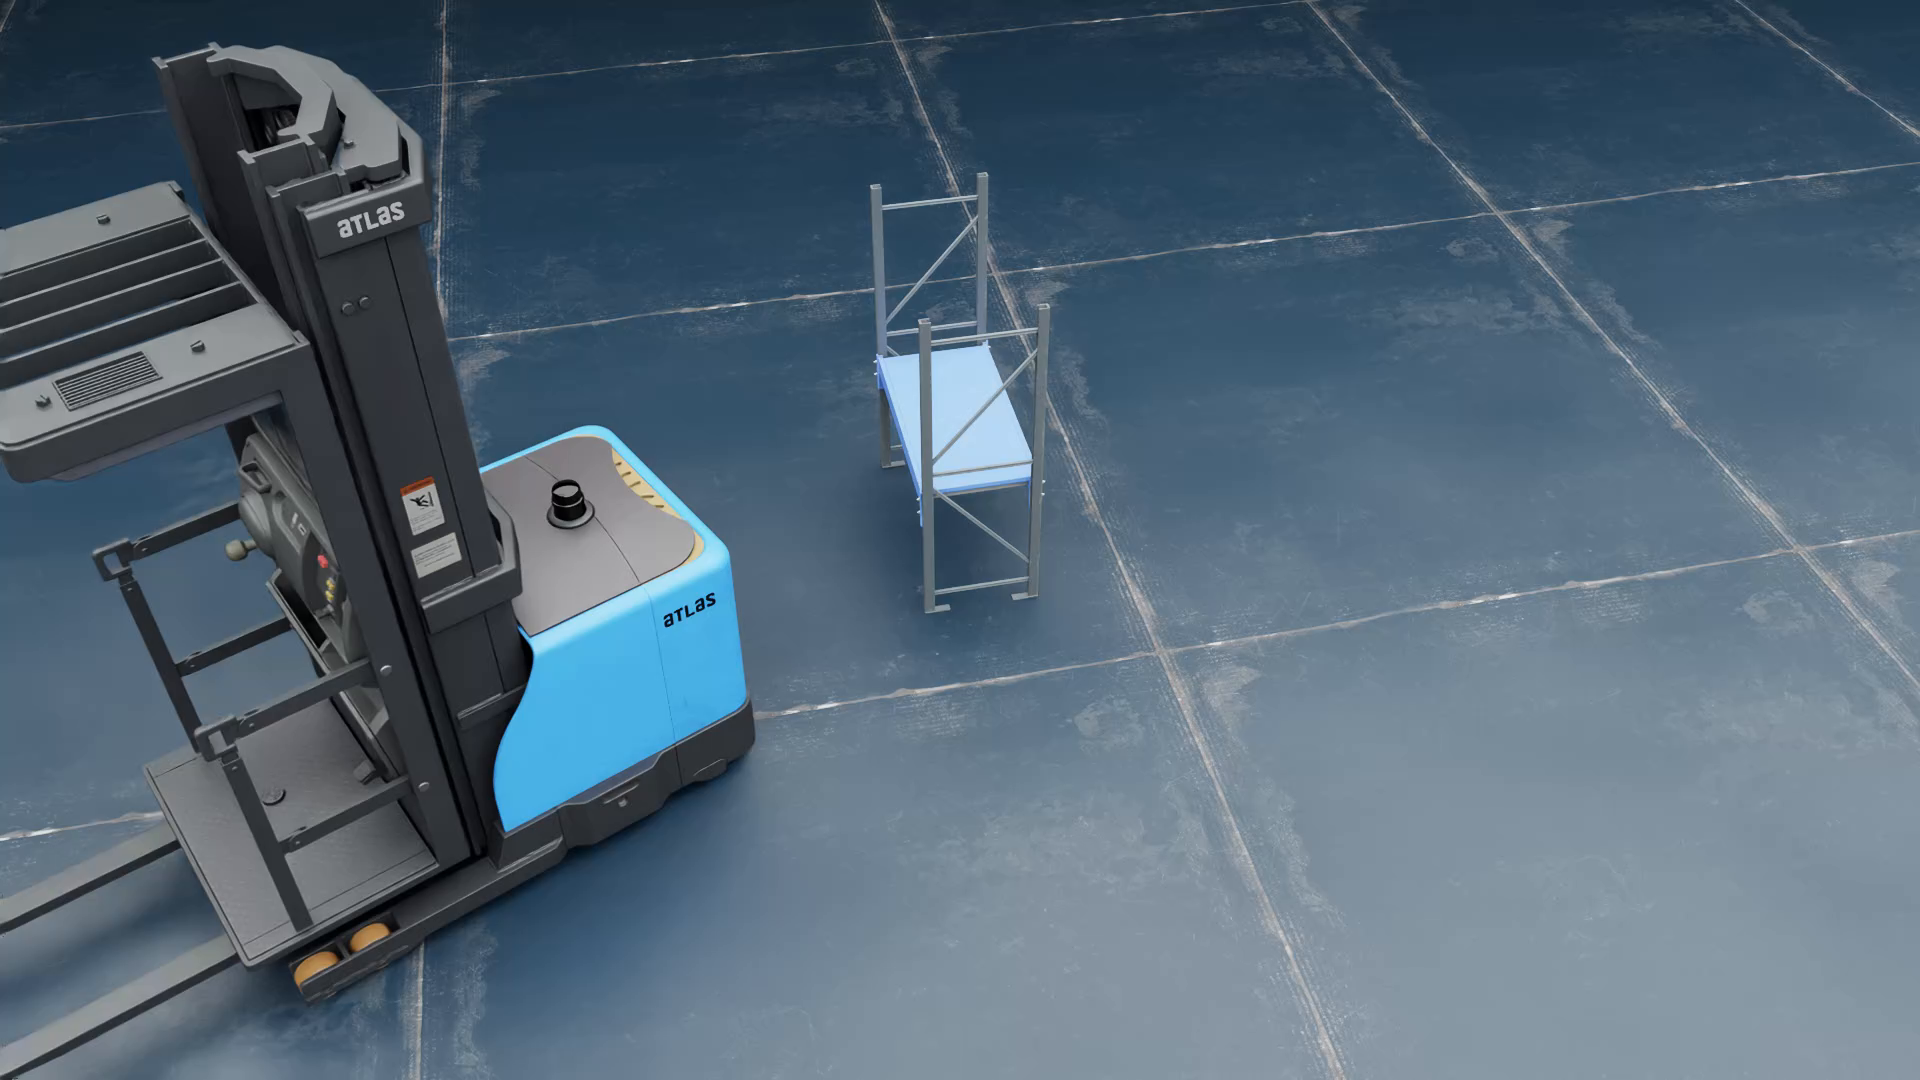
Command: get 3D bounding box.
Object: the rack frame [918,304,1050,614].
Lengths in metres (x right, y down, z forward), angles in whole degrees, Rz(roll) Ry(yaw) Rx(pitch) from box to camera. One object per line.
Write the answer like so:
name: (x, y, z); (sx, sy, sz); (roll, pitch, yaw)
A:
rack frame: (0.091, -0.287, 6.725); (0.500, 1.500, 0.032); (-8, 42, -9)

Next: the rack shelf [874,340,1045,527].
rack shelf: (-0.018, -0.482, 7.216); (0.538, 0.185, 1.000); (-8, 42, -9)

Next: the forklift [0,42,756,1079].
forklift: (-2.281, 0.089, 5.223); (3.031, 2.935, 1.130); (-27, 48, -27)

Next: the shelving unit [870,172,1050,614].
shelving unit: (-0.018, -0.616, 7.096); (0.538, 1.500, 1.048); (-8, 42, -9)

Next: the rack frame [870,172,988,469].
rack frame: (-0.128, -0.946, 7.467); (0.500, 1.500, 0.032); (-8, 42, -9)
